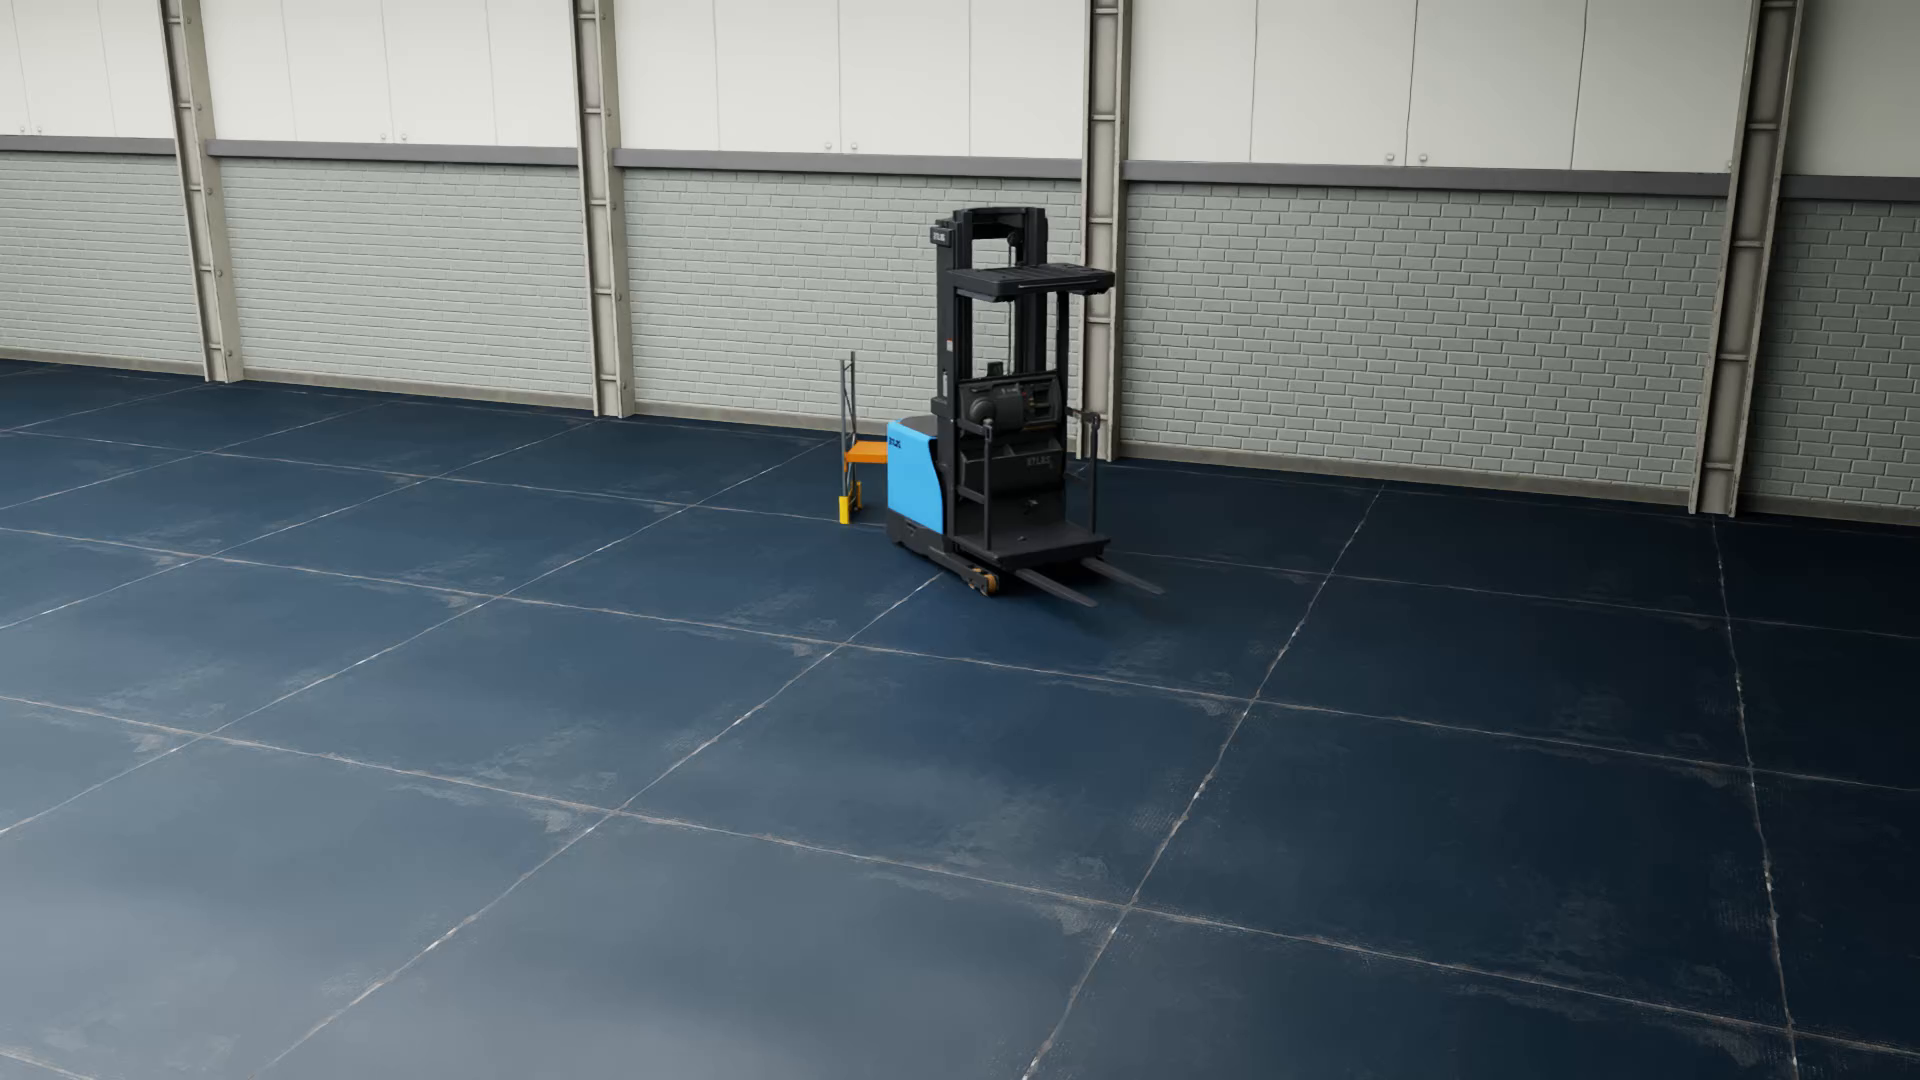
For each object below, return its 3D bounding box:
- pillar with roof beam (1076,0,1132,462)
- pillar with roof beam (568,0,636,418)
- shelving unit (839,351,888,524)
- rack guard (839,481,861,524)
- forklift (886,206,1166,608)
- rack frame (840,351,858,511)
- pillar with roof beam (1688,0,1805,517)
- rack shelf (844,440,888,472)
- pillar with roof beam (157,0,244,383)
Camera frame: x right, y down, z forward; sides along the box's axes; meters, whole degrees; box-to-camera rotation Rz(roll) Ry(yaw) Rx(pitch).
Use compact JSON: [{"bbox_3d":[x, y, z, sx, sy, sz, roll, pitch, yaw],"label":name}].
[{"bbox_3d":[-0.110,-4.088,12.616,0.400,9.000,9.100,6,17,21],"label":"pillar with roof beam"},{"bbox_3d":[-5.691,-4.702,14.730,0.400,9.000,9.100,6,17,21],"label":"pillar with roof beam"},{"bbox_3d":[-0.524,-0.932,15.193,1.083,1.500,0.587,2,16,8],"label":"shelving unit"},{"bbox_3d":[-1.017,-0.352,15.437,0.087,0.250,0.587,2,16,8],"label":"rack guard"},{"bbox_3d":[0.517,-1.117,13.262,1.130,2.935,3.031,-9,18,-28],"label":"forklift"},{"bbox_3d":[-1.018,-0.952,15.263,0.032,1.500,0.500,2,16,8],"label":"rack frame"},{"bbox_3d":[5.472,-3.475,10.502,0.400,9.000,9.100,6,17,21],"label":"pillar with roof beam"},{"bbox_3d":[-0.515,-0.759,15.242,1.000,0.185,0.538,2,16,8],"label":"rack shelf"},{"bbox_3d":[-11.273,-5.316,16.844,0.400,9.000,9.100,6,17,21],"label":"pillar with roof beam"}]
